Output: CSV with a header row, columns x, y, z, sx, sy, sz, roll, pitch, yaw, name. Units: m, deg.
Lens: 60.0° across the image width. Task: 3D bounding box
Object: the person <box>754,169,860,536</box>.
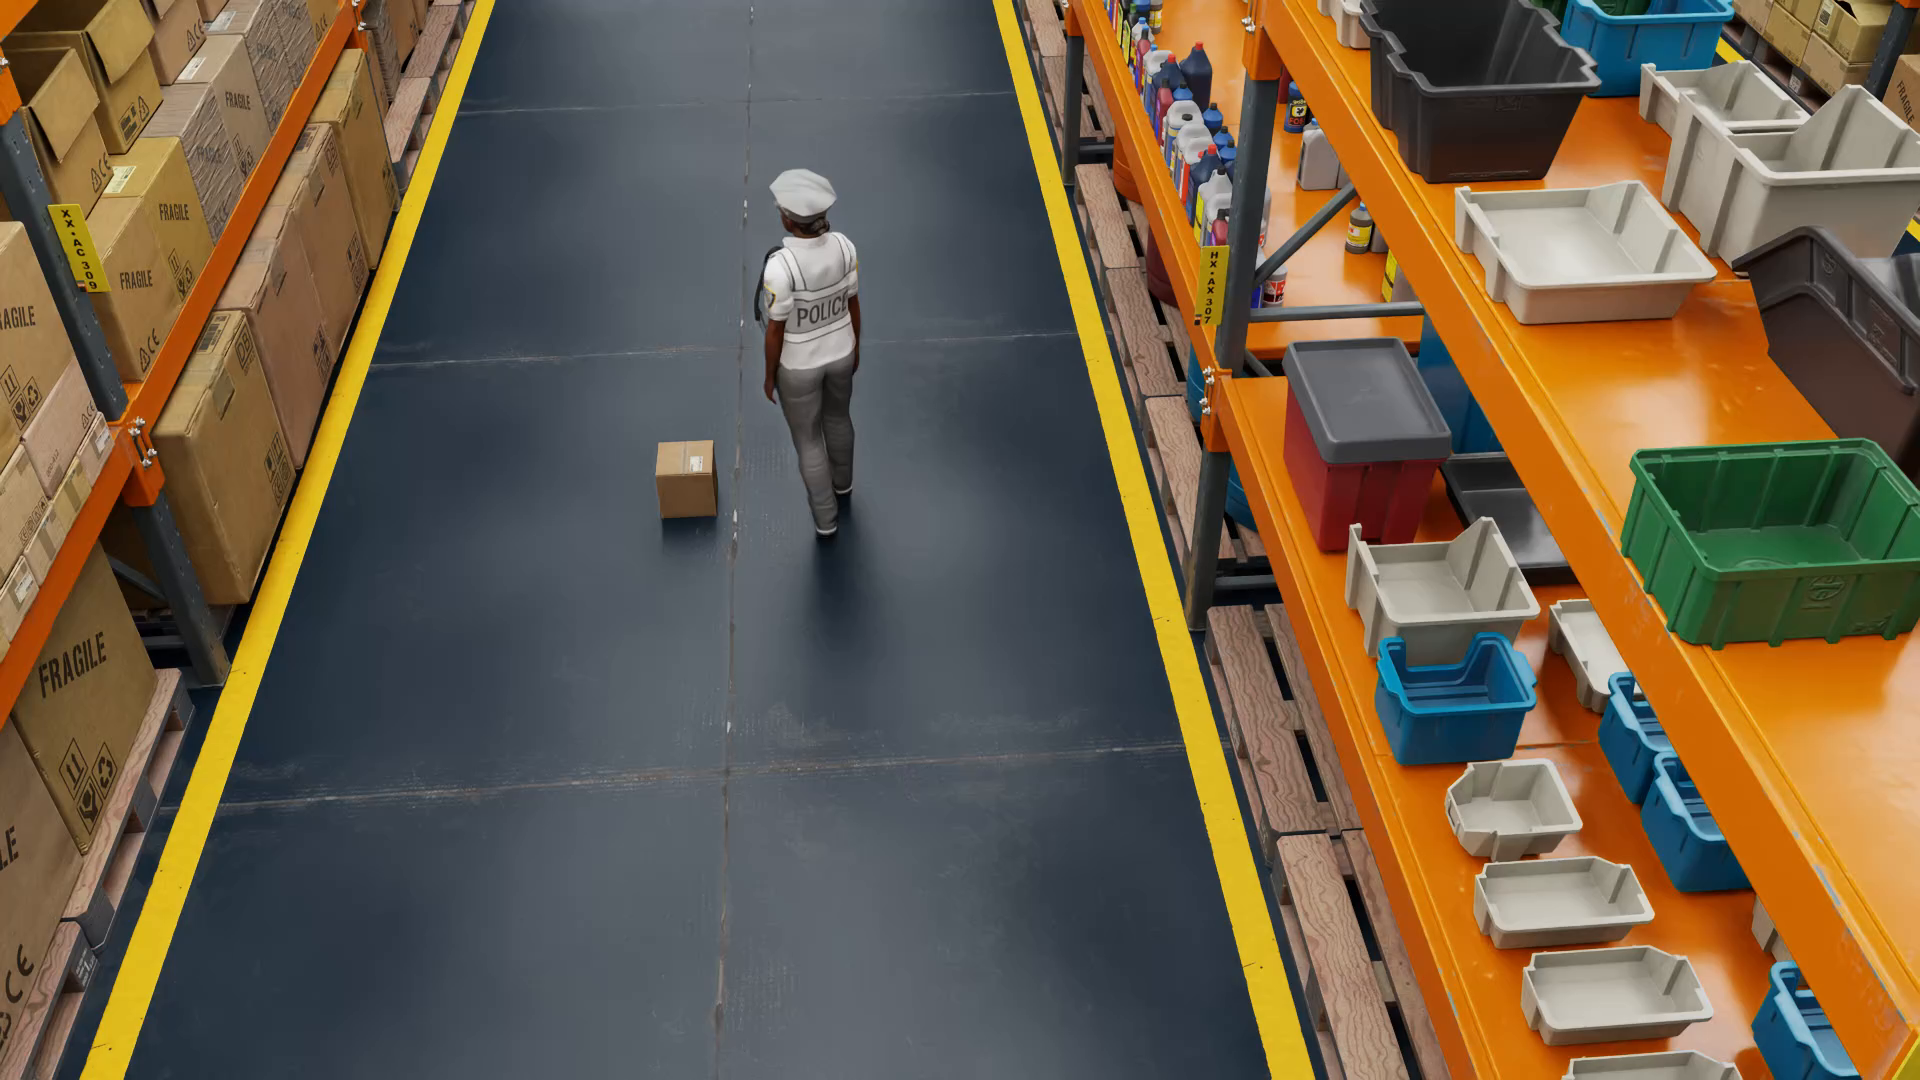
x,y,z,sx,sy,sz,roll,pitch,yaw,name
-0.669,-0.812,7.125,0.474,1.681,0.499,-27,47,-29,person
